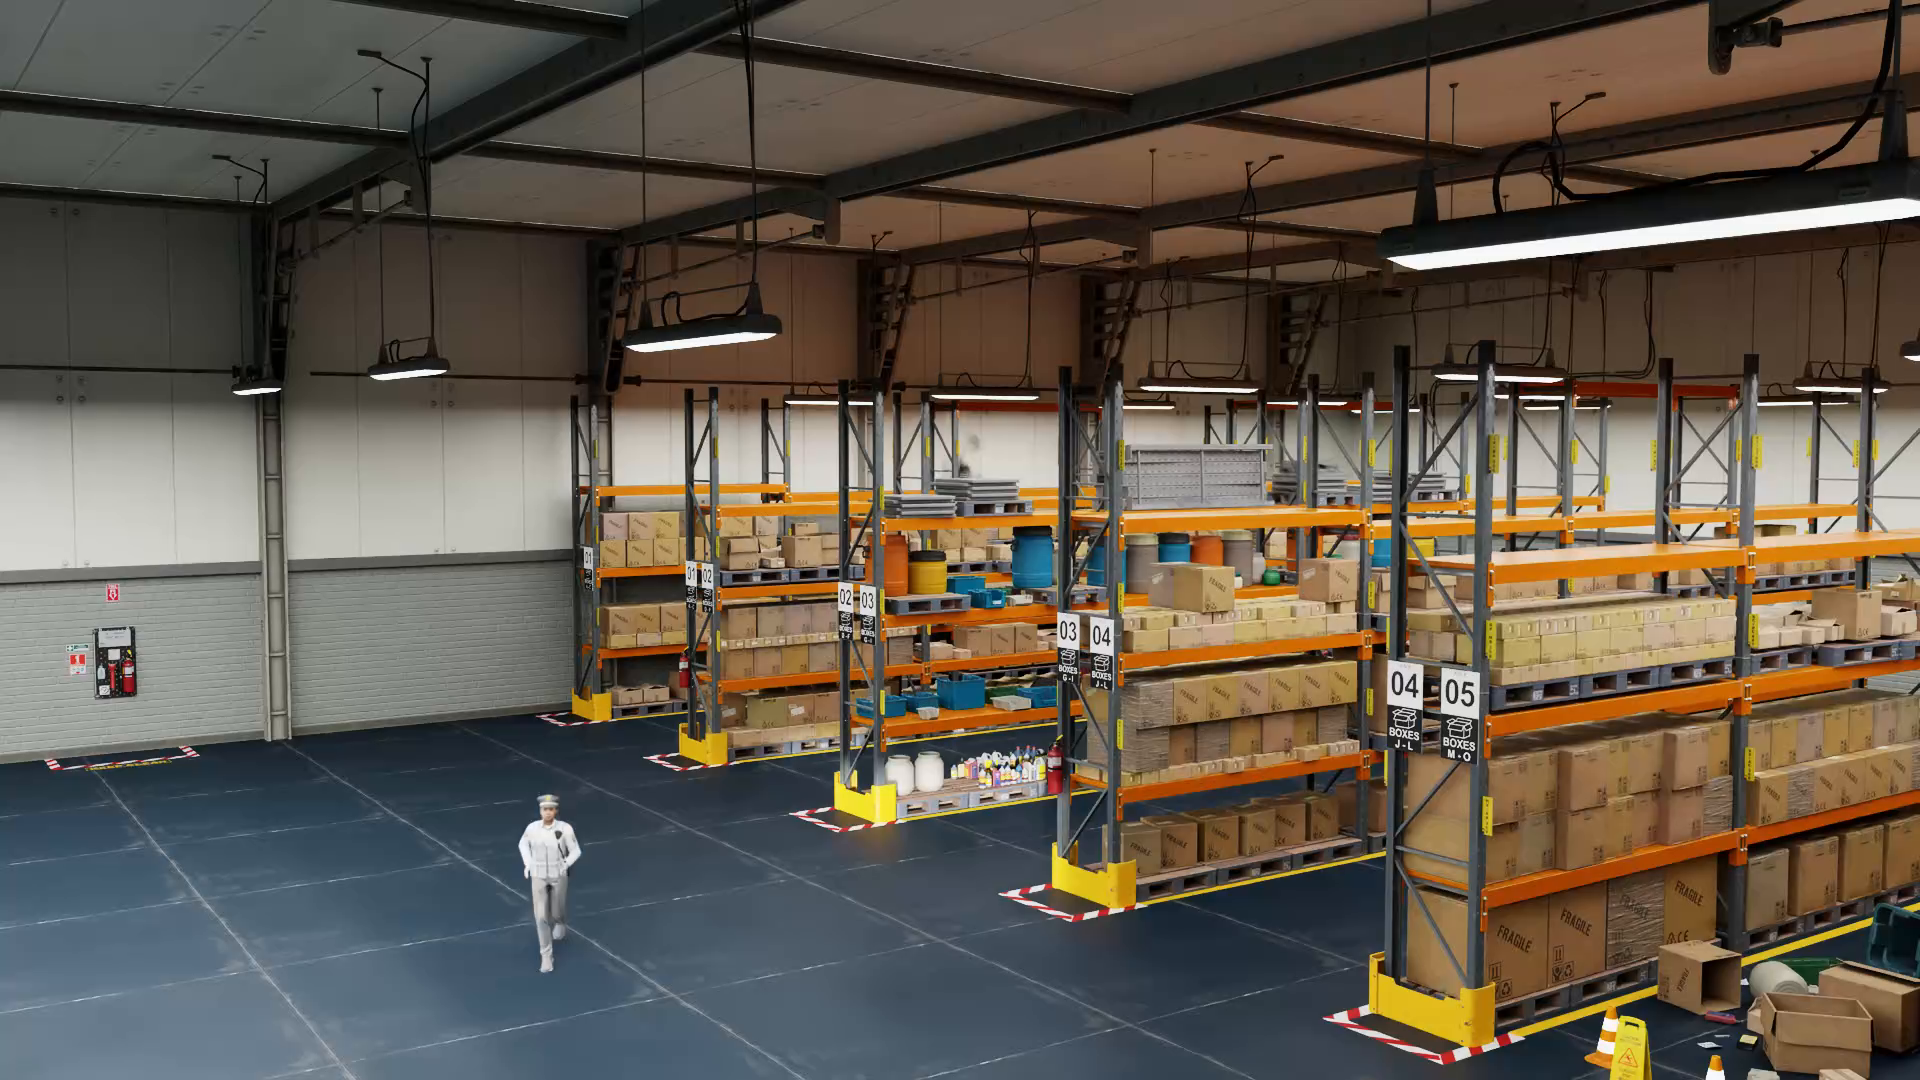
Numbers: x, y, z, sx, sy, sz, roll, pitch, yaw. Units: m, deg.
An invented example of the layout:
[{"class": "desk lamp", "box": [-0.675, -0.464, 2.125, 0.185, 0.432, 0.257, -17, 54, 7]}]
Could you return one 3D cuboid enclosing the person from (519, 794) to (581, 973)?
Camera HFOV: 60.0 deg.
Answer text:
[{"class": "person", "box": [-4.067, 3.345, 16.473, 0.618, 1.696, 0.820, 0, 3, -7]}]
